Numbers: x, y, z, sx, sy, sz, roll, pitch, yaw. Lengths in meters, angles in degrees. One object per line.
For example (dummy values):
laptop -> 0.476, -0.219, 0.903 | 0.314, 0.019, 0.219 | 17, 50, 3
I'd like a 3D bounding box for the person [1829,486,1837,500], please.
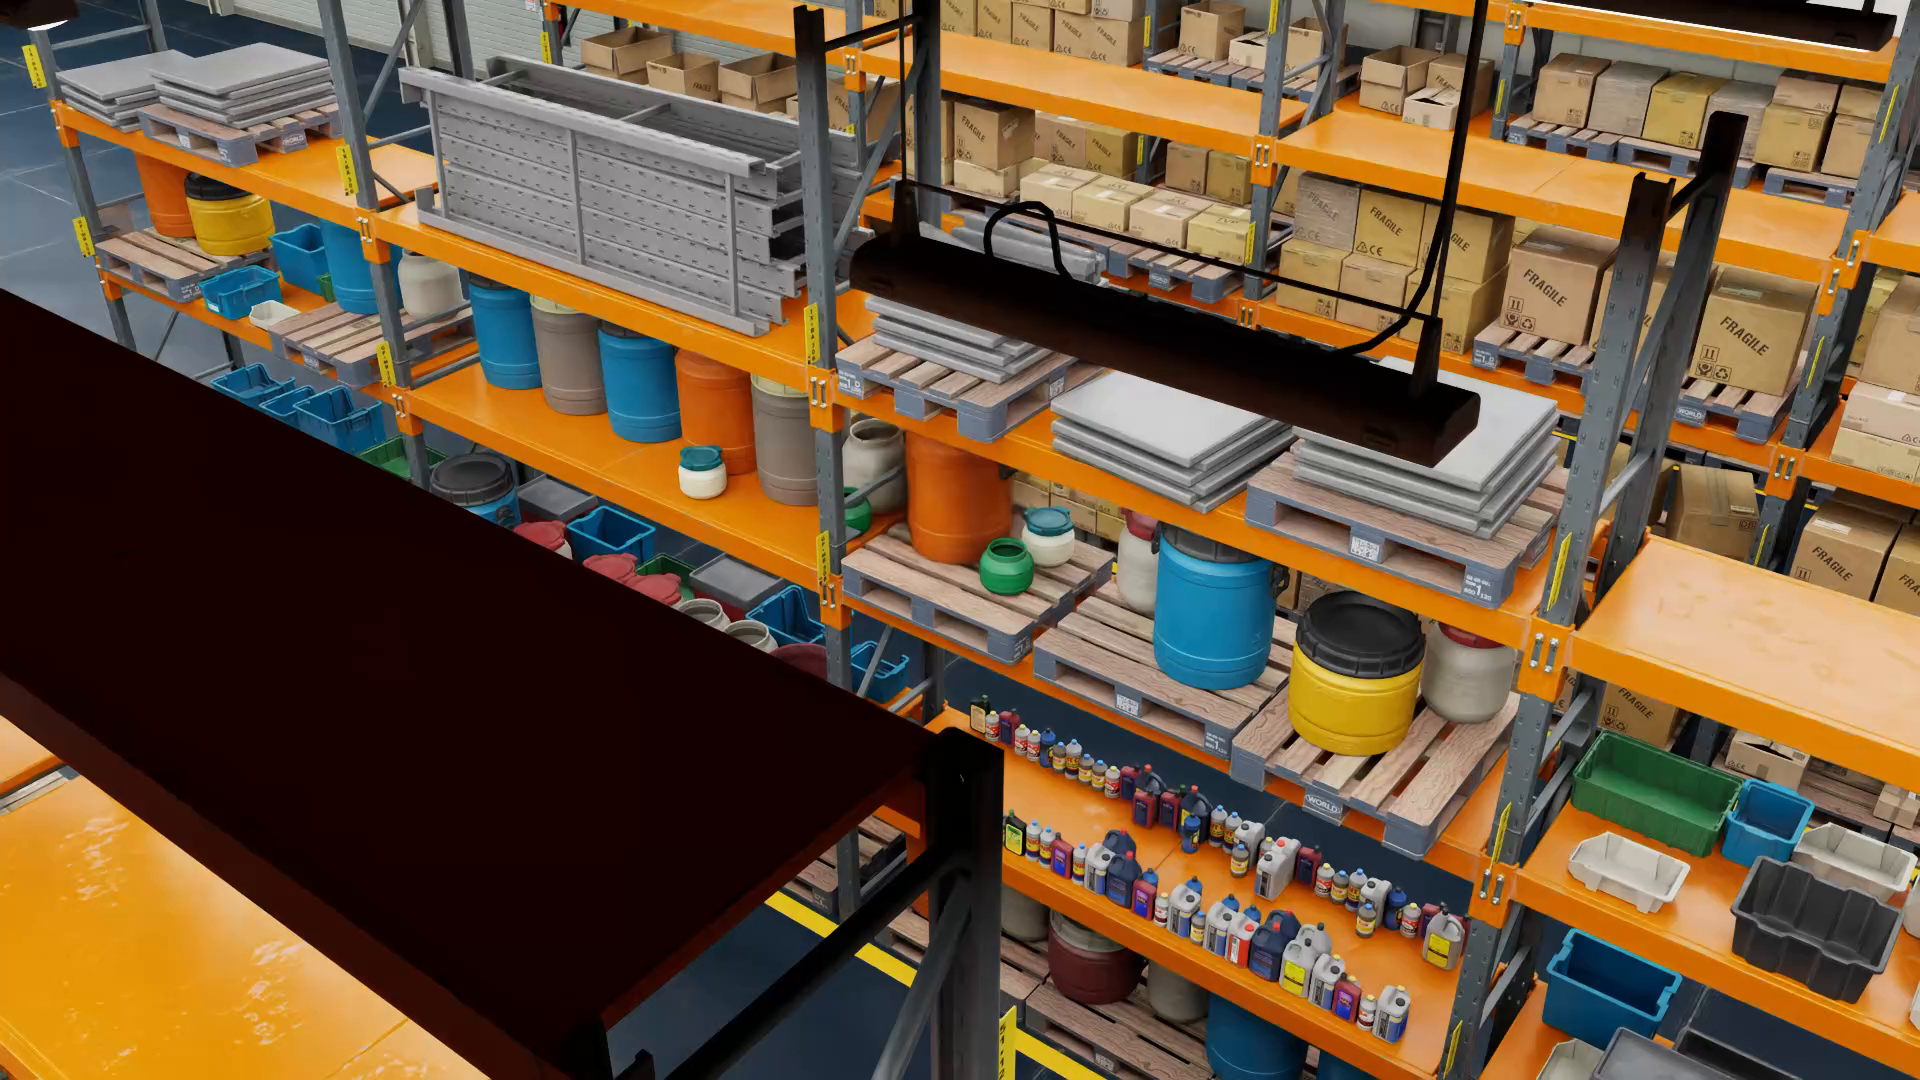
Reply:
person -> 7.352, -0.109, 13.930 | 0.454, 1.598, 0.435 | -9, 33, -15
